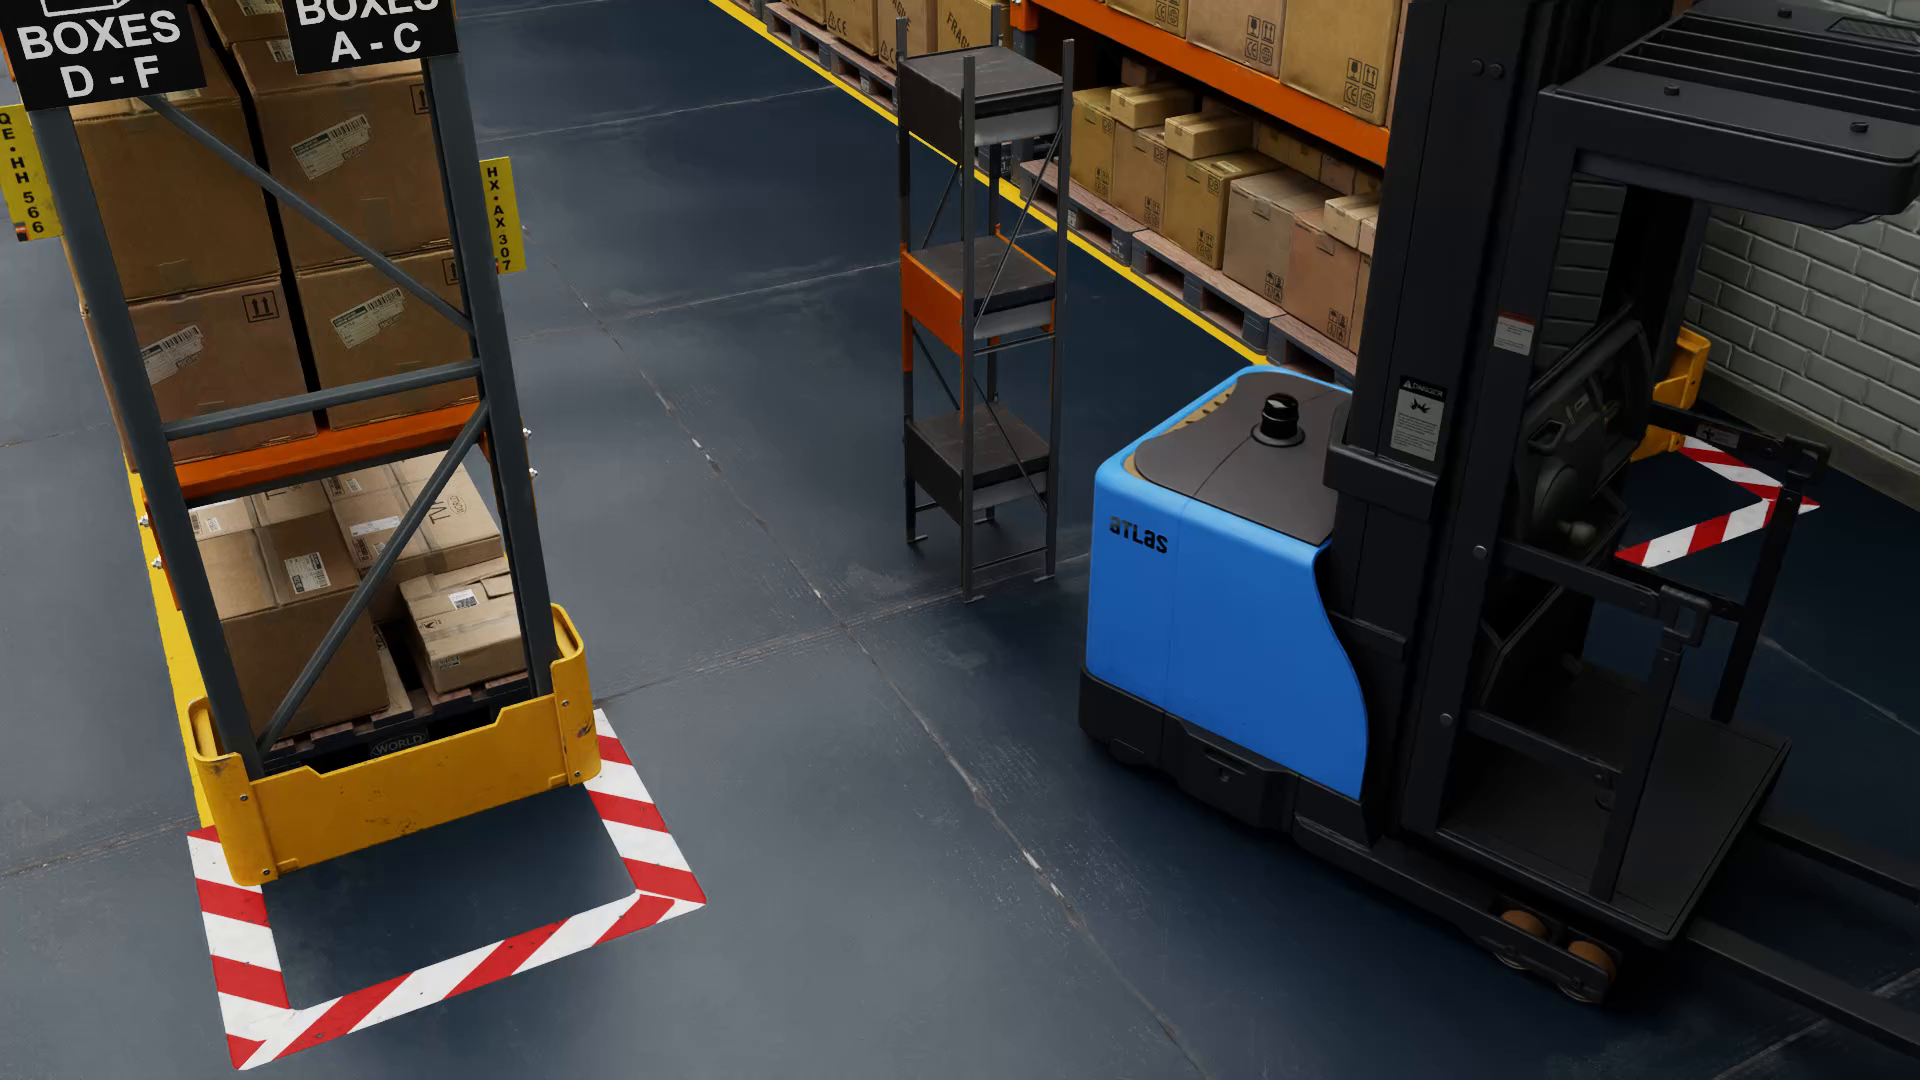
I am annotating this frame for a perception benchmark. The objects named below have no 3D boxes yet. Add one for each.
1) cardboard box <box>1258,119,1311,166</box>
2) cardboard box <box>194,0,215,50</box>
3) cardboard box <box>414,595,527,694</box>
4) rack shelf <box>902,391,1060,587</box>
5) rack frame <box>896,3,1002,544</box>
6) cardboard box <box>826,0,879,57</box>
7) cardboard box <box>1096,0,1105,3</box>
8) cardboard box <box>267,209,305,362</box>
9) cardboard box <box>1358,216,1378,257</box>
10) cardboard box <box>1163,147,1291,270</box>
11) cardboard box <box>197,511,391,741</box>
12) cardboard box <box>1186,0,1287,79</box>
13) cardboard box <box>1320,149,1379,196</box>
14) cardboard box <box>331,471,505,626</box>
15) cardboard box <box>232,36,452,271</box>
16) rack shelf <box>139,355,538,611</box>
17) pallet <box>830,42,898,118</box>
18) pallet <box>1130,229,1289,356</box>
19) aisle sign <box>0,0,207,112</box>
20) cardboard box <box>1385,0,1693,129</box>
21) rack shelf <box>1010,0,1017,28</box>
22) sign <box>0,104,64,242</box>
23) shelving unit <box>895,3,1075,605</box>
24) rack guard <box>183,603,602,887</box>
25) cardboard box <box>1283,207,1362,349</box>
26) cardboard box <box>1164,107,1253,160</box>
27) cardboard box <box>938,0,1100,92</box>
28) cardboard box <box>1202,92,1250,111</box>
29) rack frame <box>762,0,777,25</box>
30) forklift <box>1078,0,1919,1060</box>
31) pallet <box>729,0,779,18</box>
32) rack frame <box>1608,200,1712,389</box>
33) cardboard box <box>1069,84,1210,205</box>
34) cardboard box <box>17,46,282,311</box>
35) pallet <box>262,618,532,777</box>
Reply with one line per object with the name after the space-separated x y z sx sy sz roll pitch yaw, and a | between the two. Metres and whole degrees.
1.754 -2.052 8.498 0.380 0.149 0.250 -17 36 -24 | cardboard box
-2.190 -1.610 5.463 0.500 0.500 0.500 -15 36 -22 | cardboard box
-1.628 0.348 5.662 0.380 0.149 0.250 -16 36 -23 | cardboard box
0.077 -0.204 6.445 0.431 0.518 0.480 -16 36 -23 | rack shelf
-0.037 -0.922 6.242 0.400 2.100 0.015 -16 36 -23 | rack frame
-0.457 -3.915 11.684 0.750 0.750 0.750 -16 36 -23 | cardboard box
1.017 -3.401 9.000 0.980 0.700 0.700 -15 36 -22 | cardboard box
-1.956 -0.946 5.354 0.500 0.500 0.500 -16 36 -24 | cardboard box
2.008 -1.351 7.405 0.380 0.149 0.250 -16 36 -24 | cardboard box
1.505 -1.794 8.697 0.700 0.500 0.500 -15 36 -22 | cardboard box
-2.209 0.288 5.429 0.500 0.500 0.500 -16 36 -23 | cardboard box
1.700 -2.707 7.916 0.980 0.700 0.700 -18 37 -25 | cardboard box
1.991 -1.808 8.119 0.380 0.149 0.250 -15 36 -22 | cardboard box
-1.973 0.022 6.077 0.500 0.250 0.500 -16 36 -23 | cardboard box
-1.711 -1.123 4.702 0.500 0.500 0.500 -15 35 -22 | cardboard box
-2.670 -1.033 6.249 1.077 0.370 4.000 -16 36 -23 | rack shelf
-0.221 -3.296 11.699 1.003 0.211 1.213 -16 36 -23 | pallet
1.637 -1.398 8.737 1.003 0.211 1.213 -16 36 -23 | pallet
-1.976 -1.366 3.692 0.394 0.787 0.004 -16 36 -23 | aisle sign
2.397 -1.996 6.807 0.980 0.700 0.700 -14 35 -21 | cardboard box
-0.154 -4.190 11.176 1.077 0.370 4.000 -16 36 -23 | rack shelf
-2.237 -0.872 3.964 0.100 0.325 0.005 -16 36 -23 | sign
0.077 -0.805 6.060 0.431 2.100 0.503 -16 36 -23 | shelving unit
-1.773 0.635 5.296 1.175 0.500 0.348 -16 36 -23 | rack guard
1.995 -1.301 7.928 0.700 0.500 0.500 -16 36 -23 | cardboard box
1.278 -2.094 8.565 0.380 0.149 0.250 -17 36 -24 | cardboard box
0.360 -3.087 10.392 0.750 0.750 0.750 -15 36 -23 | cardboard box
1.515 -2.295 8.879 0.380 0.149 0.250 -17 36 -25 | cardboard box
-1.087 -5.447 12.471 1.000 3.000 0.127 -16 36 -23 | rack frame
1.863 -0.253 4.428 3.031 2.935 1.130 24 40 32 | forklift
-1.450 -4.646 13.806 1.003 0.211 1.213 -16 36 -23 | pallet
2.643 -1.629 6.512 1.000 3.000 0.127 -16 36 -23 | rack frame
1.036 -2.280 9.456 0.700 0.500 0.500 -15 36 -23 | cardboard box
-2.188 -0.988 4.492 0.500 0.500 0.500 -16 36 -24 | cardboard box
-2.145 0.376 5.967 1.003 0.211 1.213 -16 36 -23 | pallet
